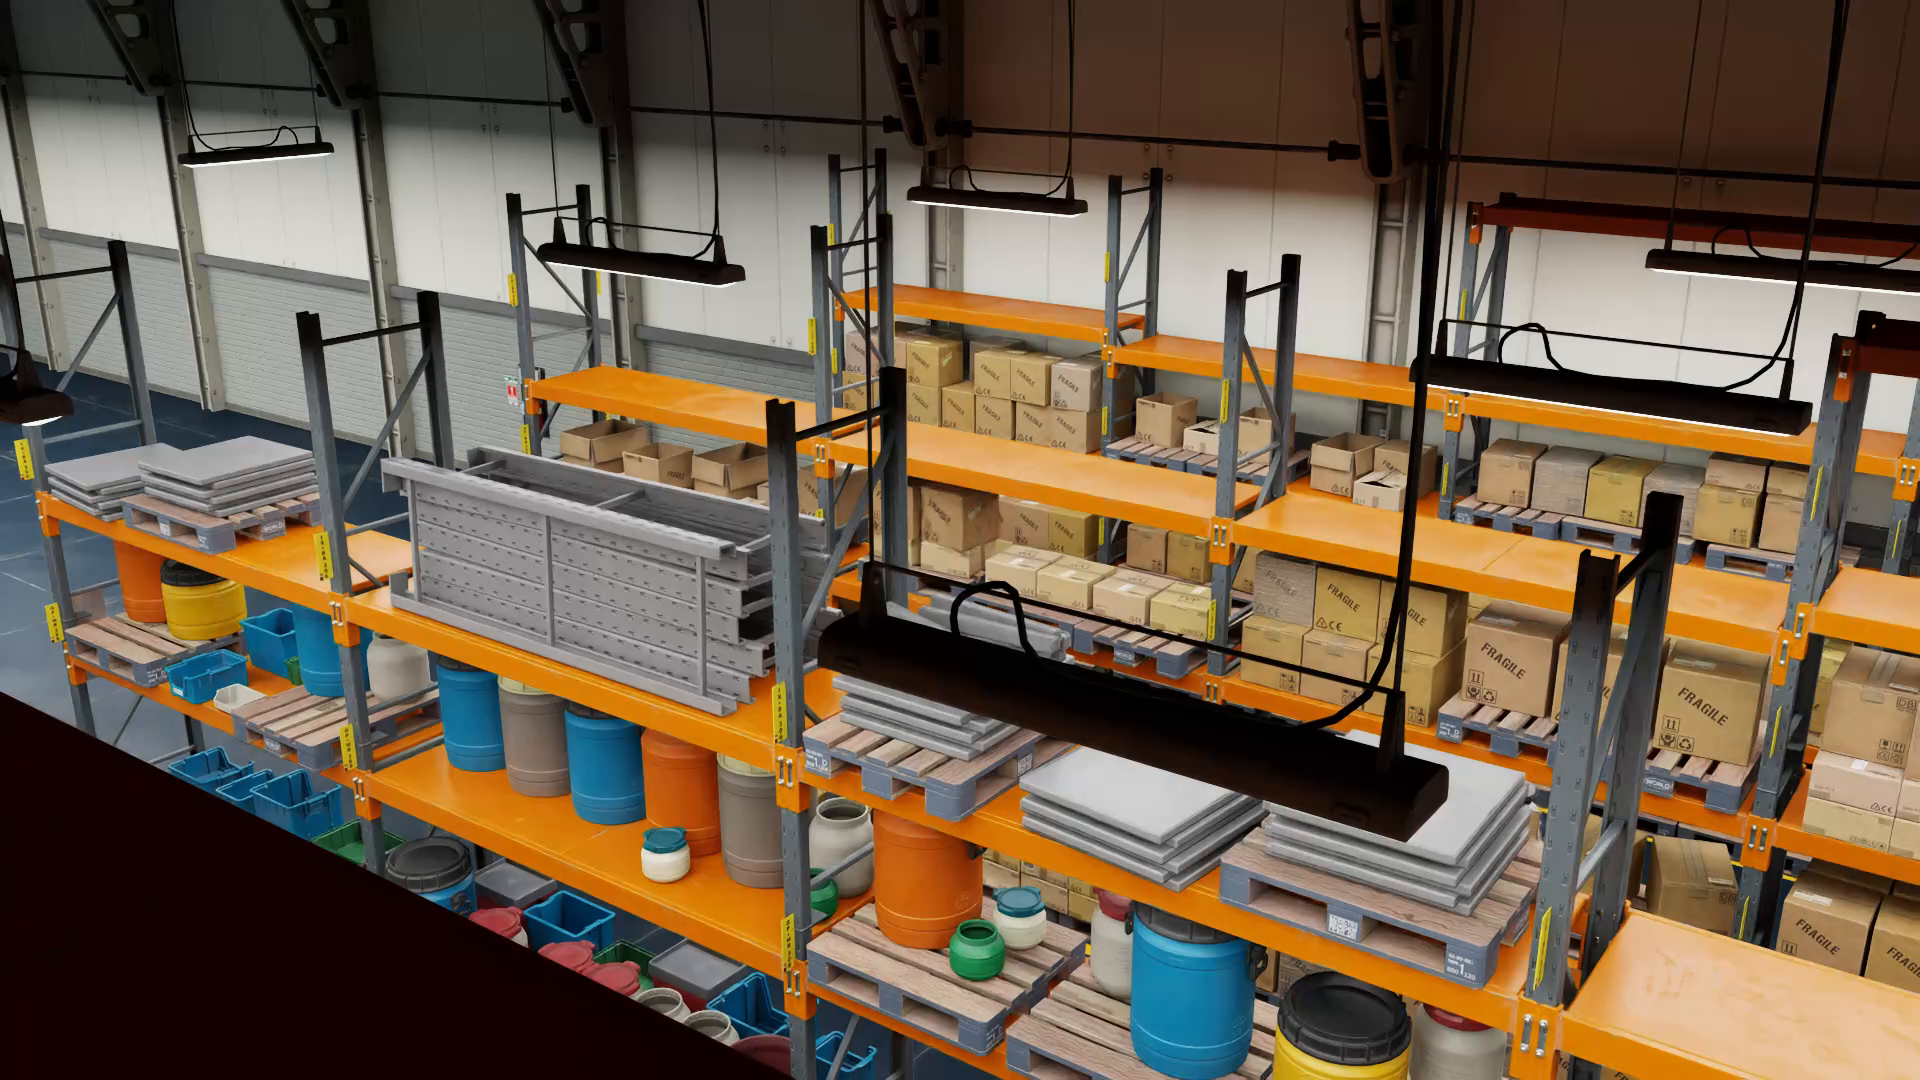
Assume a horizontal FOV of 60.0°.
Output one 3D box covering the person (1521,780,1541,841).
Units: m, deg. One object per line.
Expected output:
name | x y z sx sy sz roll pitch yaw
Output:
person | 4.839 2.796 14.232 0.579 1.612 0.744 -17 25 -41
